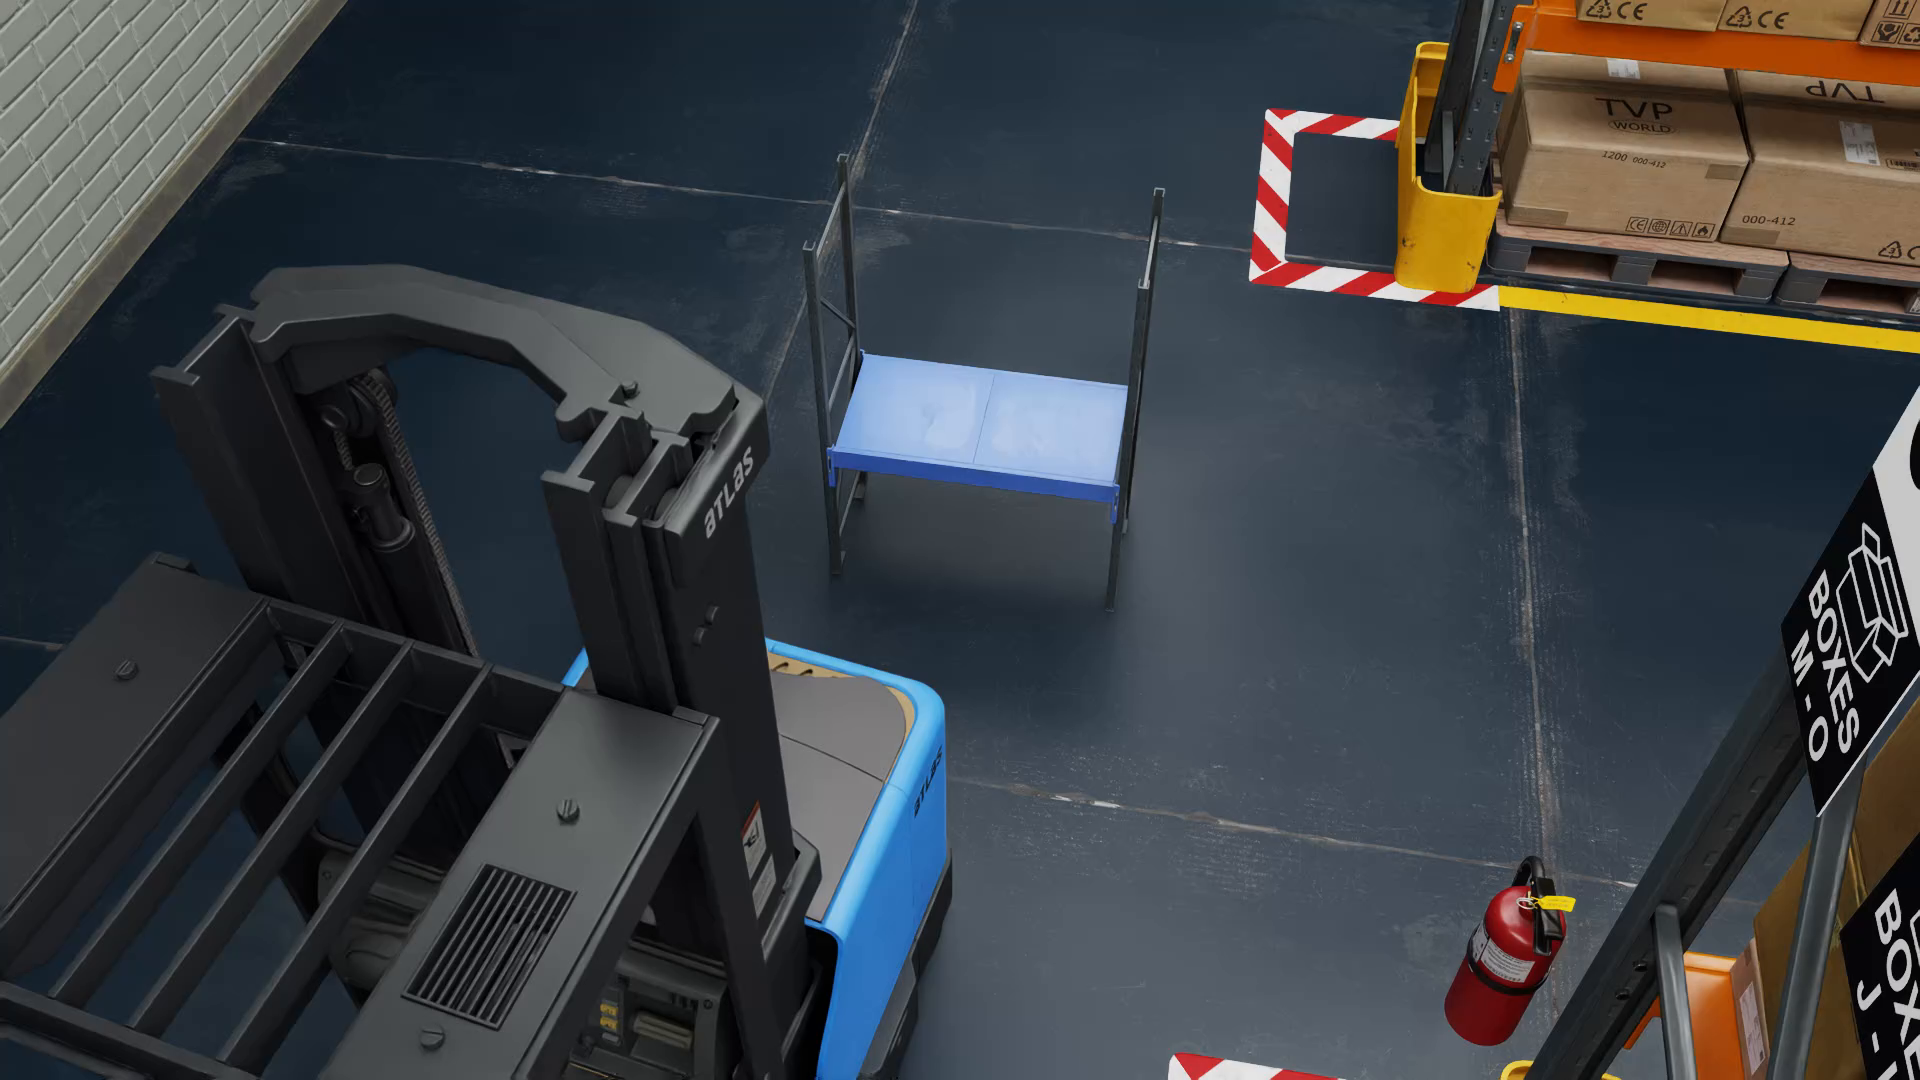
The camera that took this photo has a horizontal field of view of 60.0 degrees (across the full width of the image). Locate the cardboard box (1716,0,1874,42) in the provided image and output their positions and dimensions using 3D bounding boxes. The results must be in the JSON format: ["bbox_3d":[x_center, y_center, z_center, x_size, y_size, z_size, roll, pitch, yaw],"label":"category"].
[{"bbox_3d":[3.112,-2.222,6.163,0.500,0.500,0.500,7,48,6],"label":"cardboard box"}]

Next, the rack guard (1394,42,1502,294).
[{"bbox_3d":[2.164,-1.677,7.421,0.348,0.500,1.175,8,49,7],"label":"rack guard"}]

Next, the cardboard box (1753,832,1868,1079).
[{"bbox_3d":[1.895,0.866,3.188,0.500,0.500,0.500,9,49,8],"label":"cardboard box"}]

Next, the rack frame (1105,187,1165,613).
[{"bbox_3d":[0.584,-0.423,5.622,0.032,1.500,0.500,8,49,7],"label":"rack frame"}]

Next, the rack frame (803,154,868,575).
[{"bbox_3d":[-0.416,-0.557,5.742,0.032,1.500,0.500,8,49,7],"label":"rack frame"}]

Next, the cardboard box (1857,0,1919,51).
[{"bbox_3d":[3.609,-2.142,6.091,0.500,0.500,0.500,7,48,7],"label":"cardboard box"}]

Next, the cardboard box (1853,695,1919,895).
[{"bbox_3d":[1.901,0.539,2.810,0.500,0.500,0.500,7,48,6],"label":"cardboard box"}]

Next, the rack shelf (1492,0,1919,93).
[{"bbox_3d":[4.156,-2.004,6.518,4.000,0.370,1.077,8,49,7],"label":"rack shelf"}]

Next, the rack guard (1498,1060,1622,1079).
[{"bbox_3d":[1.481,1.973,4.141,0.348,0.500,1.175,8,49,7],"label":"rack guard"}]

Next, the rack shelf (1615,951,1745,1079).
[{"bbox_3d":[3.375,1.632,3.250,4.000,0.370,1.077,8,49,7],"label":"rack shelf"}]

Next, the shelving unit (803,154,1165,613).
[{"bbox_3d":[0.084,-0.490,5.682,1.048,1.500,0.538,8,49,7],"label":"shelving unit"}]

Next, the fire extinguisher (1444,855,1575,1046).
[{"bbox_3d":[1.241,0.907,3.721,0.183,0.674,0.296,8,49,7],"label":"fire extinguisher"}]

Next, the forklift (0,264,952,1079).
[{"bbox_3d":[-0.993,1.051,3.335,1.130,2.935,3.031,15,50,13],"label":"forklift"}]

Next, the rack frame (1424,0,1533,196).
[{"bbox_3d":[2.188,-2.509,6.488,0.127,3.000,1.000,8,49,7],"label":"rack frame"}]

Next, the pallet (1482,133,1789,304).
[{"bbox_3d":[2.988,-1.529,7.482,1.213,0.211,1.003,8,49,7],"label":"pallet"}]

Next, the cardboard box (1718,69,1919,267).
[{"bbox_3d":[3.757,-1.664,7.169,0.875,0.438,0.875,9,49,8],"label":"cardboard box"}]

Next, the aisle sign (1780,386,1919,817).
[{"bbox_3d":[1.388,0.029,2.459,0.004,0.787,0.394,8,49,7],"label":"aisle sign"}]

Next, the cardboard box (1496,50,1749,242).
[{"bbox_3d":[2.855,-1.779,7.272,0.875,0.438,0.875,6,48,6],"label":"cardboard box"}]

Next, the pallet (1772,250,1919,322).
[{"bbox_3d":[4.185,-1.366,7.335,1.213,0.211,1.003,8,49,7],"label":"pallet"}]

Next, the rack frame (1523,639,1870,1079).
[{"bbox_3d":[1.406,1.130,3.218,0.053,2.616,0.949,8,49,7],"label":"rack frame"}]

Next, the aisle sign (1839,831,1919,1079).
[{"bbox_3d":[1.281,0.468,2.065,0.004,0.787,0.394,8,49,7],"label":"aisle sign"}]

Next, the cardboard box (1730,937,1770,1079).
[{"bbox_3d":[1.778,1.048,3.461,0.250,0.149,0.380,8,49,7],"label":"cardboard box"}]

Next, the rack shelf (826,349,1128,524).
[{"bbox_3d":[0.084,-0.370,5.816,1.000,0.185,0.538,8,49,7],"label":"rack shelf"}]

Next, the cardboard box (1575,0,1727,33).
[{"bbox_3d":[2.609,-2.269,6.205,0.500,0.500,0.500,7,48,7],"label":"cardboard box"}]
